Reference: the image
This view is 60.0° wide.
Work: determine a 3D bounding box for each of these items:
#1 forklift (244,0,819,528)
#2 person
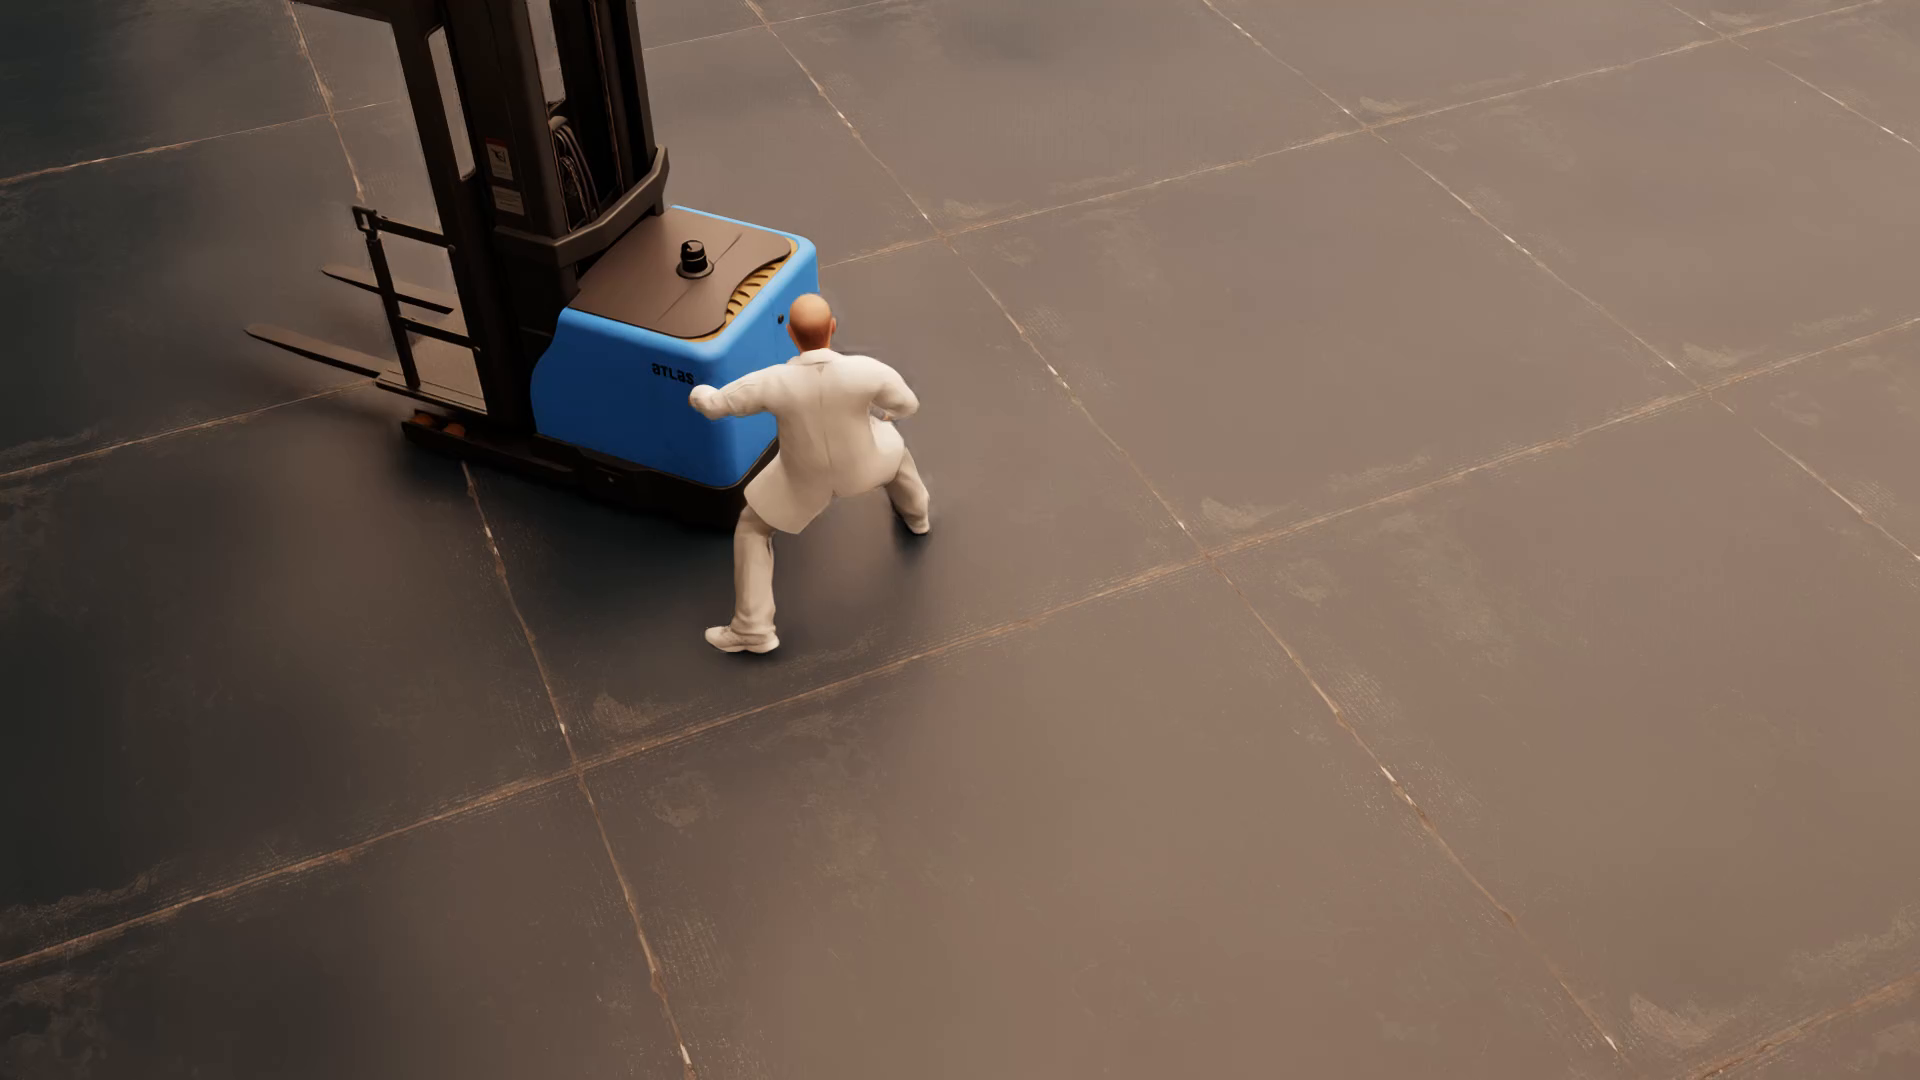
[{"bbox_3d":[-2.220,-1.797,7.606,3.031,2.935,1.130,17,46,17],"label":"forklift"},{"bbox_3d":[-0.645,-0.416,7.147,1.100,1.616,1.035,-6,43,-7],"label":"person"}]
